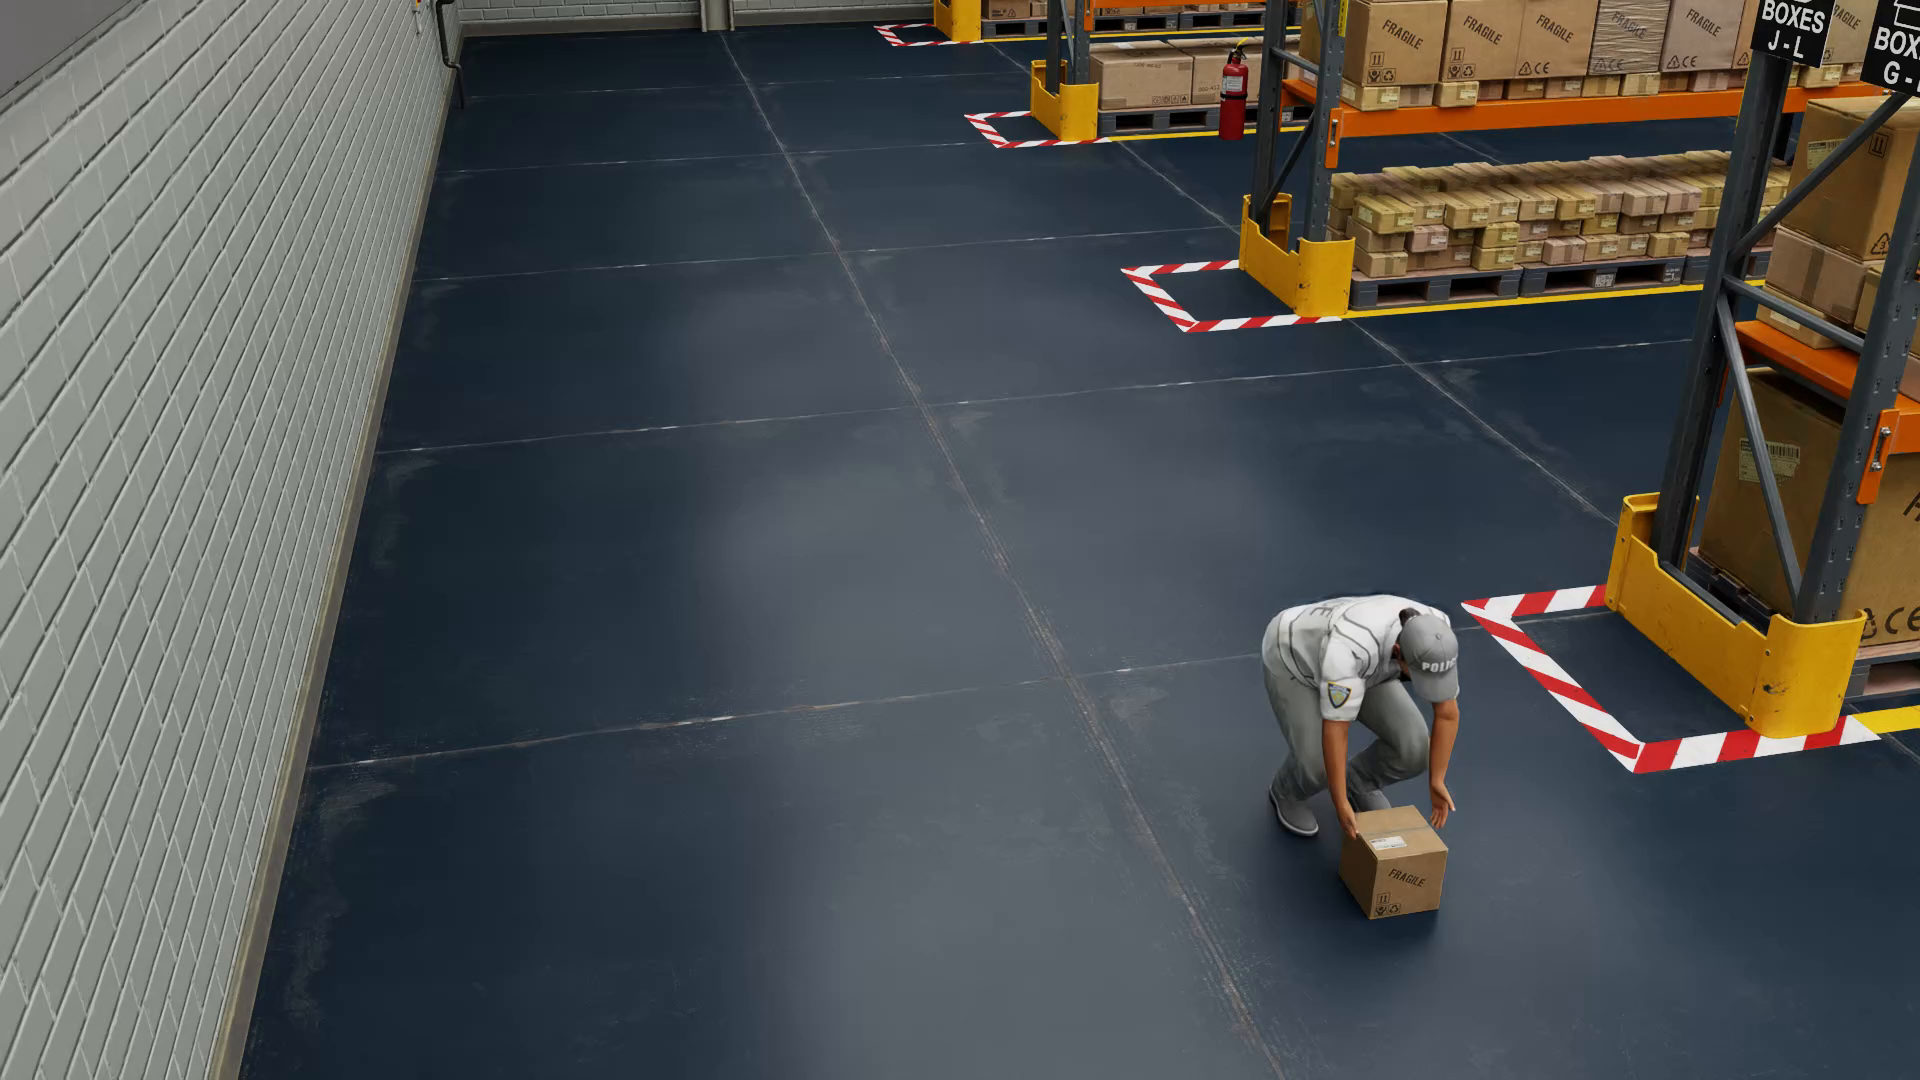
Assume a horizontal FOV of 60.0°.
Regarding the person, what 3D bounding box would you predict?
[{"bbox_3d":[1.379,0.566,5.724,0.527,1.016,0.844,-6,28,-12],"label":"person"}]
